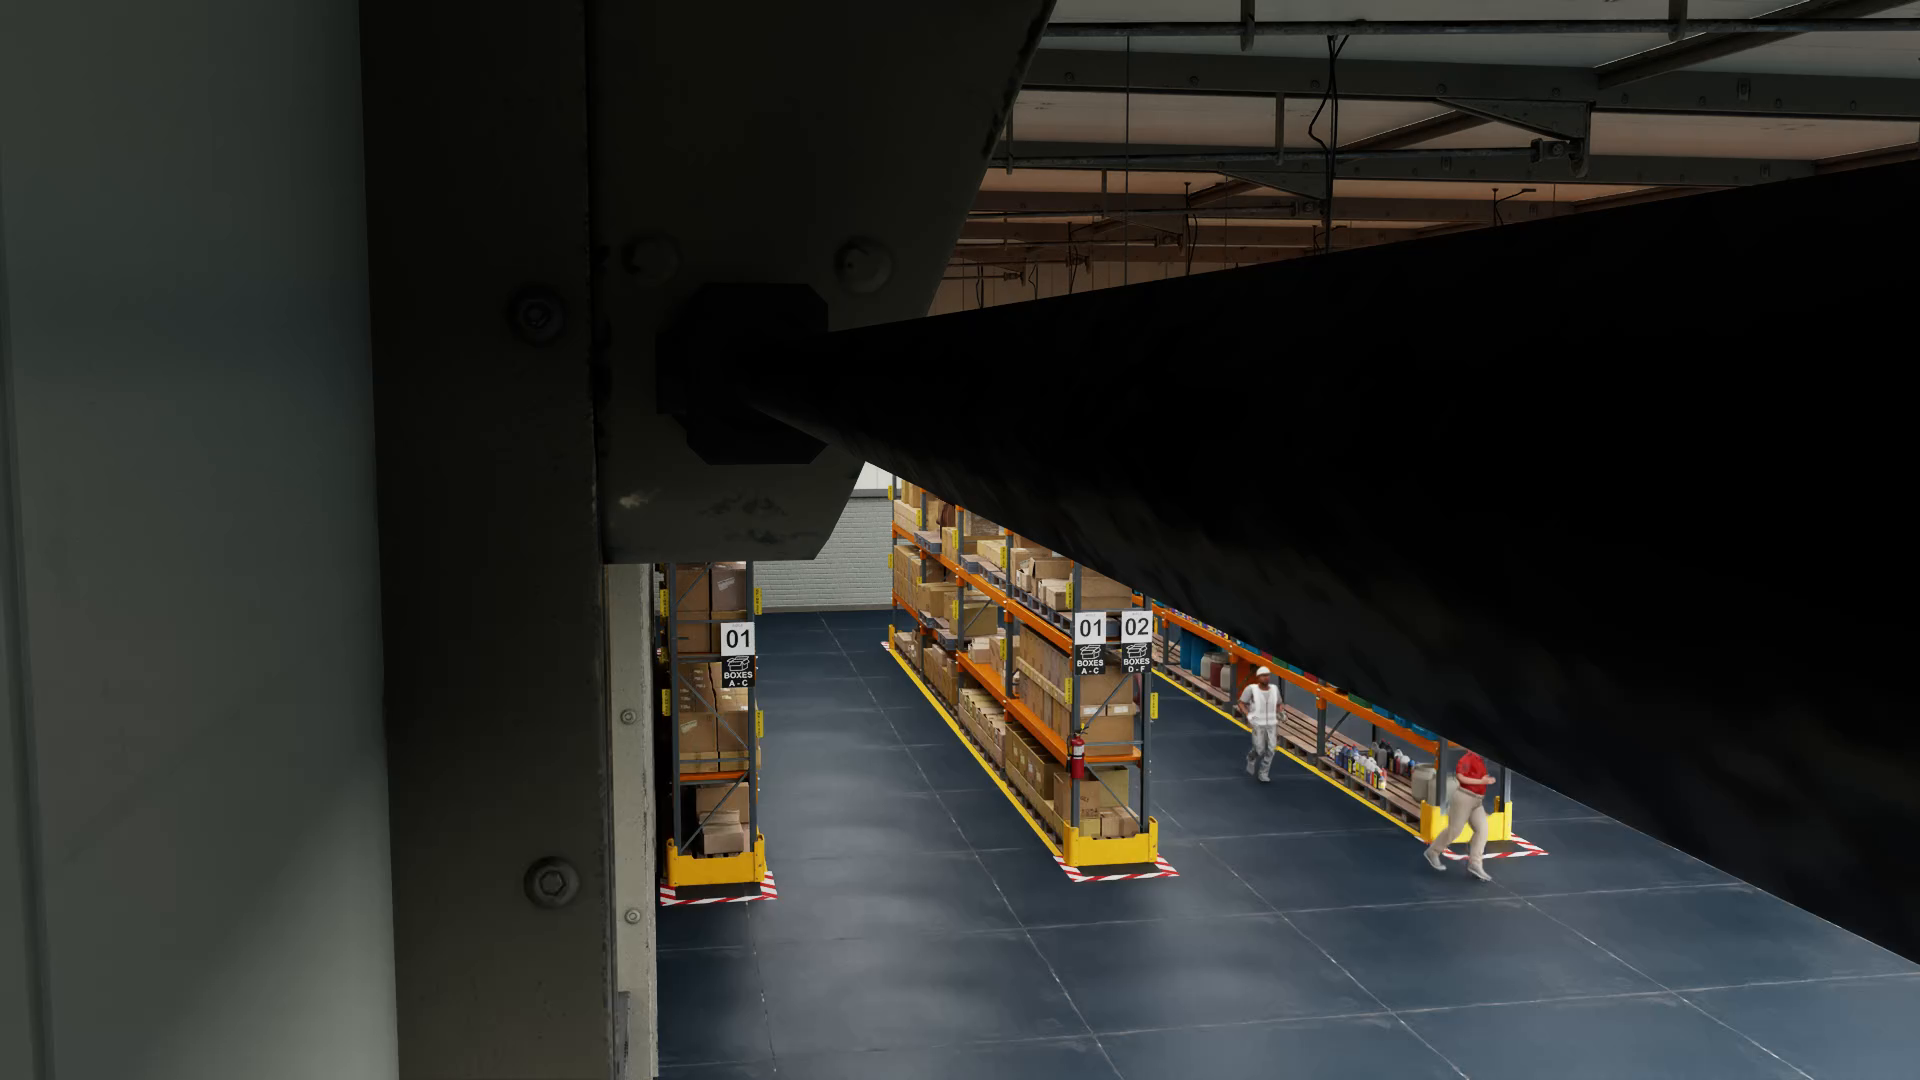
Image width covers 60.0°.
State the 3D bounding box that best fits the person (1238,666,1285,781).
[{"bbox_3d":[4.563,2.766,24.988,0.678,1.733,0.611,-1,6,-12],"label":"person"}]

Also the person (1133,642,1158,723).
[{"bbox_3d":[3.208,2.321,29.242,0.577,1.649,0.968,-2,7,-21],"label":"person"}]

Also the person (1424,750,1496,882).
[{"bbox_3d":[6.286,3.268,20.591,0.859,1.734,0.671,6,8,43],"label":"person"}]
